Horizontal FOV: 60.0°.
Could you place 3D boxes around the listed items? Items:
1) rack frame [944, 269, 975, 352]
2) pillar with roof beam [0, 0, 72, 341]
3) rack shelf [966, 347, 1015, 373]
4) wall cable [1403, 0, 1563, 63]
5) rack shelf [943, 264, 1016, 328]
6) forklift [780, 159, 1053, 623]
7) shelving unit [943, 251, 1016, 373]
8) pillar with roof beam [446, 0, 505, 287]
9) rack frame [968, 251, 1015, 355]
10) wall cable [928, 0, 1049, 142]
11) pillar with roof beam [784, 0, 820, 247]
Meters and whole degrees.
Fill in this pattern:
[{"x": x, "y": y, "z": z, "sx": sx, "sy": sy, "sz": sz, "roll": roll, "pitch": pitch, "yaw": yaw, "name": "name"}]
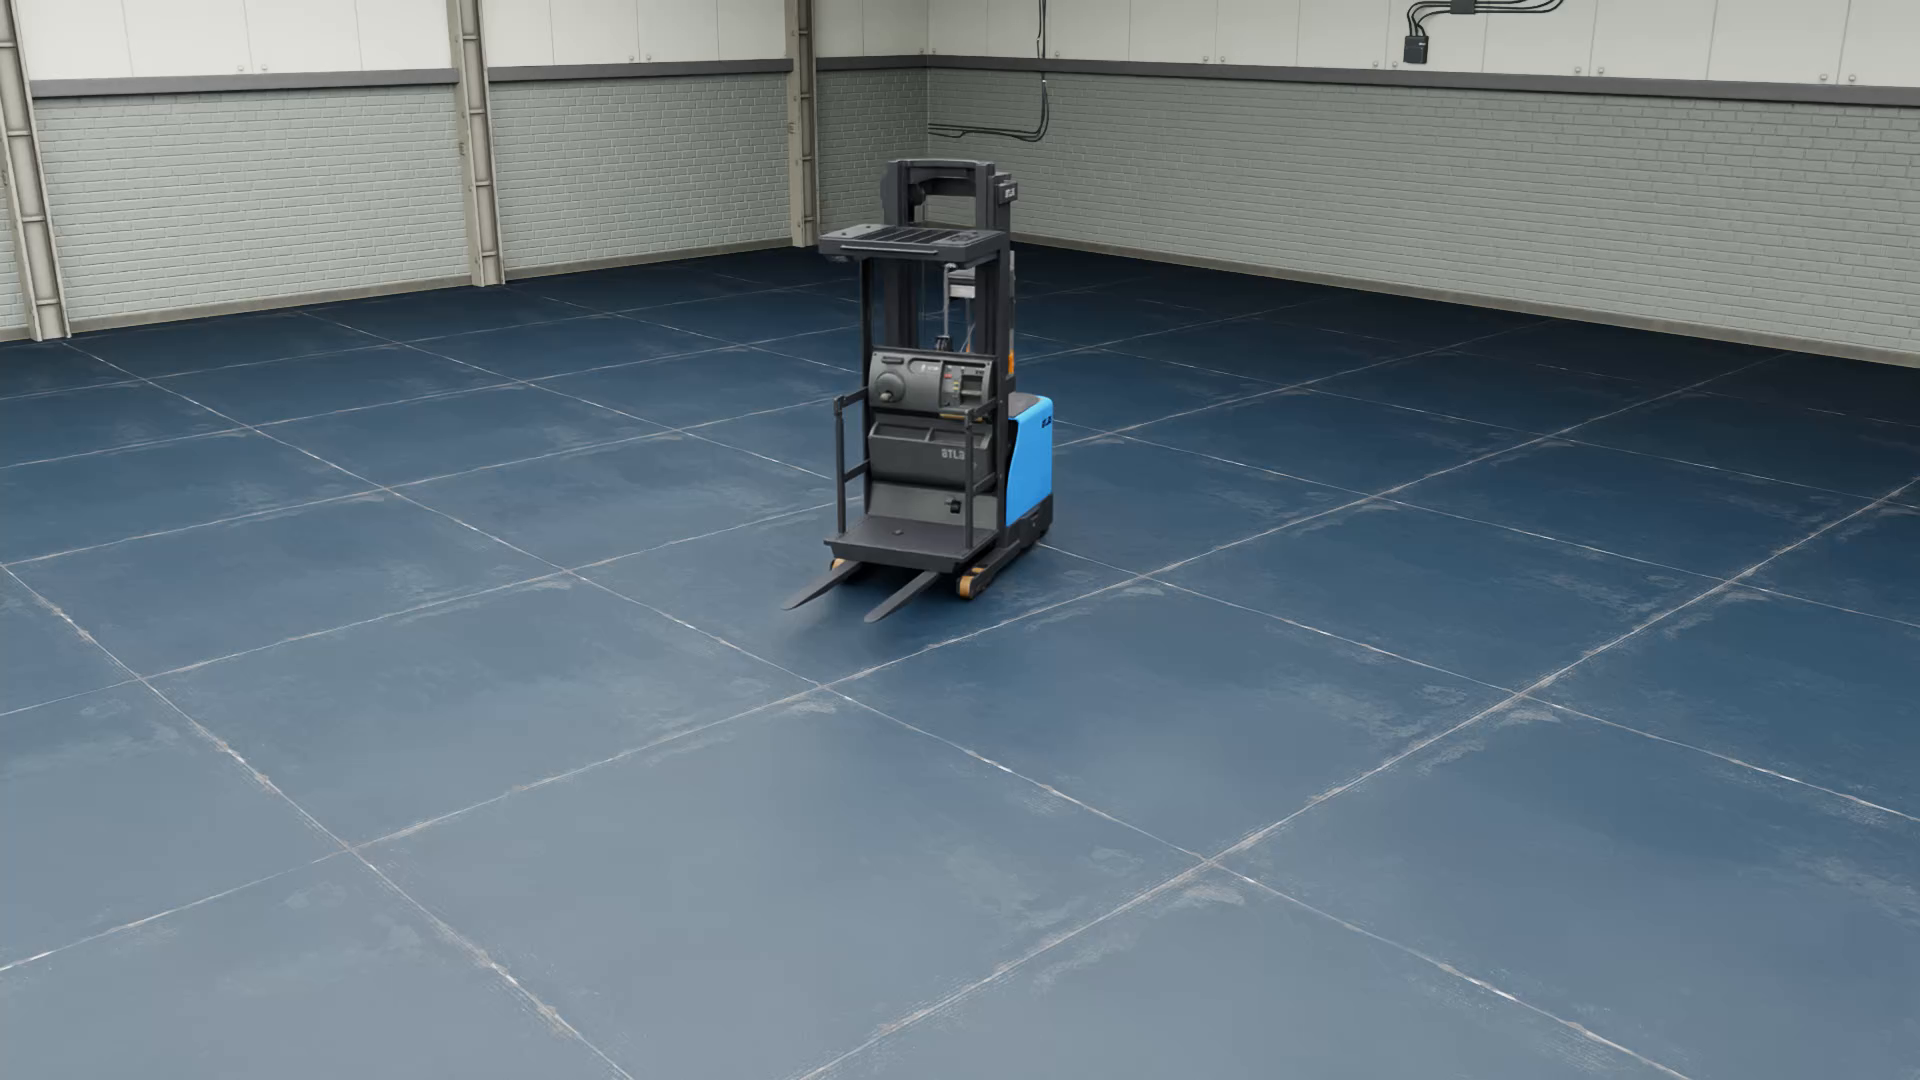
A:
[{"x": 0.064, "y": -1.198, "z": 13.276, "sx": 0.400, "sy": 2.100, "sz": 0.015, "roll": 7, "pitch": 19, "yaw": 21, "name": "rack frame"}, {"x": -8.412, "y": -5.849, "z": 16.434, "sx": 0.400, "sy": 9.000, "sz": 9.100, "roll": -16, "pitch": 24, "yaw": -41, "name": "pillar with roof beam"}, {"x": 0.157, "y": -1.255, "z": 13.495, "sx": 0.431, "sy": 0.518, "sz": 0.480, "roll": 7, "pitch": 19, "yaw": 21, "name": "rack shelf"}, {"x": 6.910, "y": -9.171, "z": 21.167, "sx": 0.169, "sy": 6.003, "sz": 2.305, "roll": -16, "pitch": 24, "yaw": -41, "name": "wall cable"}, {"x": 0.157, "y": -1.921, "z": 13.279, "sx": 0.431, "sy": 0.518, "sz": 0.480, "roll": 7, "pitch": 19, "yaw": 21, "name": "rack shelf"}, {"x": -0.294, "y": -1.127, "z": 11.708, "sx": 1.130, "sy": 2.935, "sz": 3.031, "roll": 7, "pitch": 19, "yaw": 21, "name": "forklift"}, {"x": 0.157, "y": -1.268, "z": 13.491, "sx": 0.431, "sy": 2.100, "sz": 0.503, "roll": 7, "pitch": 19, "yaw": 21, "name": "shelving unit"}, {"x": -4.052, "y": -7.120, "z": 20.355, "sx": 0.400, "sy": 9.000, "sz": 9.100, "roll": -16, "pitch": 24, "yaw": -41, "name": "pillar with roof beam"}, {"x": 0.250, "y": -1.338, "z": 13.706, "sx": 0.400, "sy": 2.100, "sz": 0.015, "roll": 7, "pitch": 19, "yaw": 21, "name": "rack frame"}, {"x": 0.399, "y": -8.207, "z": 28.742, "sx": 0.112, "sy": 2.526, "sz": 3.097, "roll": -16, "pitch": 24, "yaw": -41, "name": "wall cable"}, {"x": 0.308, "y": -8.392, "z": 24.276, "sx": 0.400, "sy": 9.000, "sz": 9.100, "roll": -16, "pitch": 24, "yaw": -41, "name": "pillar with roof beam"}]
